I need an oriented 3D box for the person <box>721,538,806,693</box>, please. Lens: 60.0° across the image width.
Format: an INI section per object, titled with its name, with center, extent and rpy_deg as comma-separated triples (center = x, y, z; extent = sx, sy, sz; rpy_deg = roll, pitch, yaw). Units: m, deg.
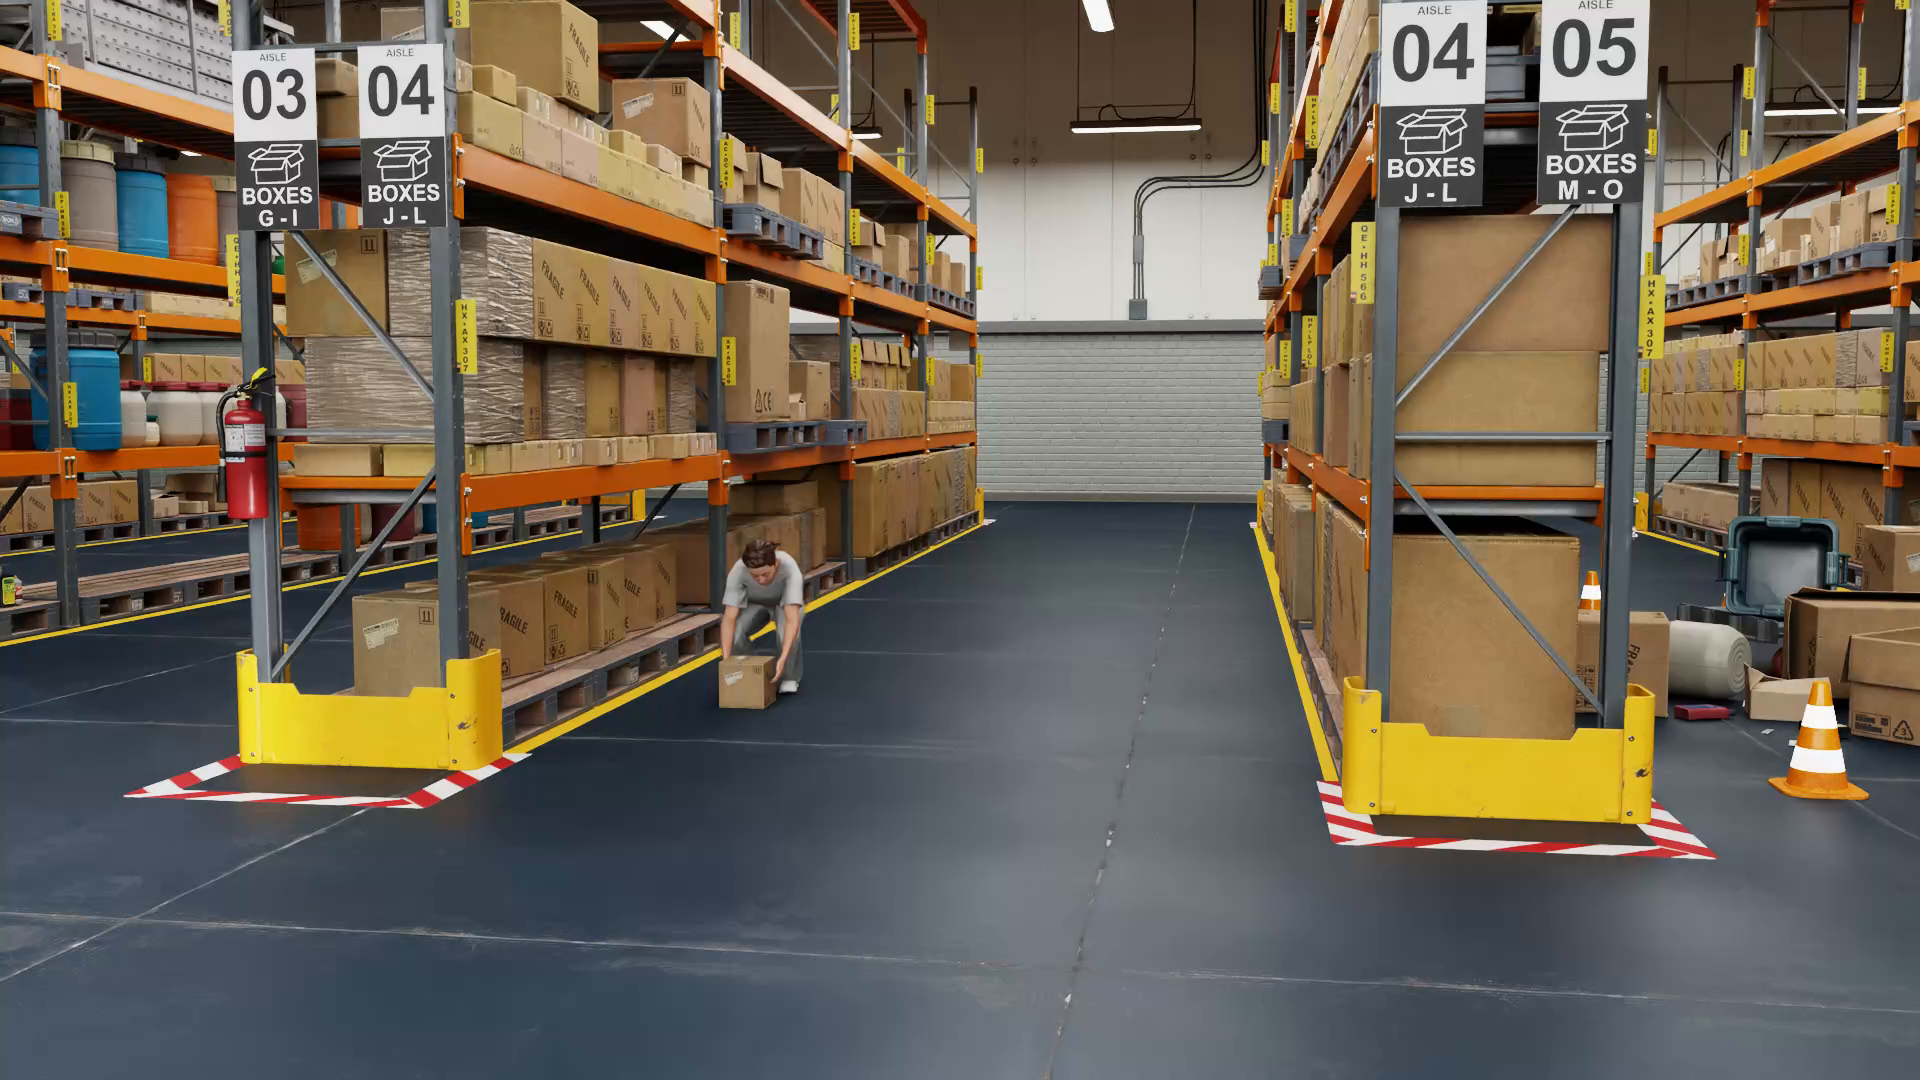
[person]
center = -1.089, 0.422, 9.406
extent = 0.482, 0.910, 0.796
rpy_deg = 1, 5, 8
